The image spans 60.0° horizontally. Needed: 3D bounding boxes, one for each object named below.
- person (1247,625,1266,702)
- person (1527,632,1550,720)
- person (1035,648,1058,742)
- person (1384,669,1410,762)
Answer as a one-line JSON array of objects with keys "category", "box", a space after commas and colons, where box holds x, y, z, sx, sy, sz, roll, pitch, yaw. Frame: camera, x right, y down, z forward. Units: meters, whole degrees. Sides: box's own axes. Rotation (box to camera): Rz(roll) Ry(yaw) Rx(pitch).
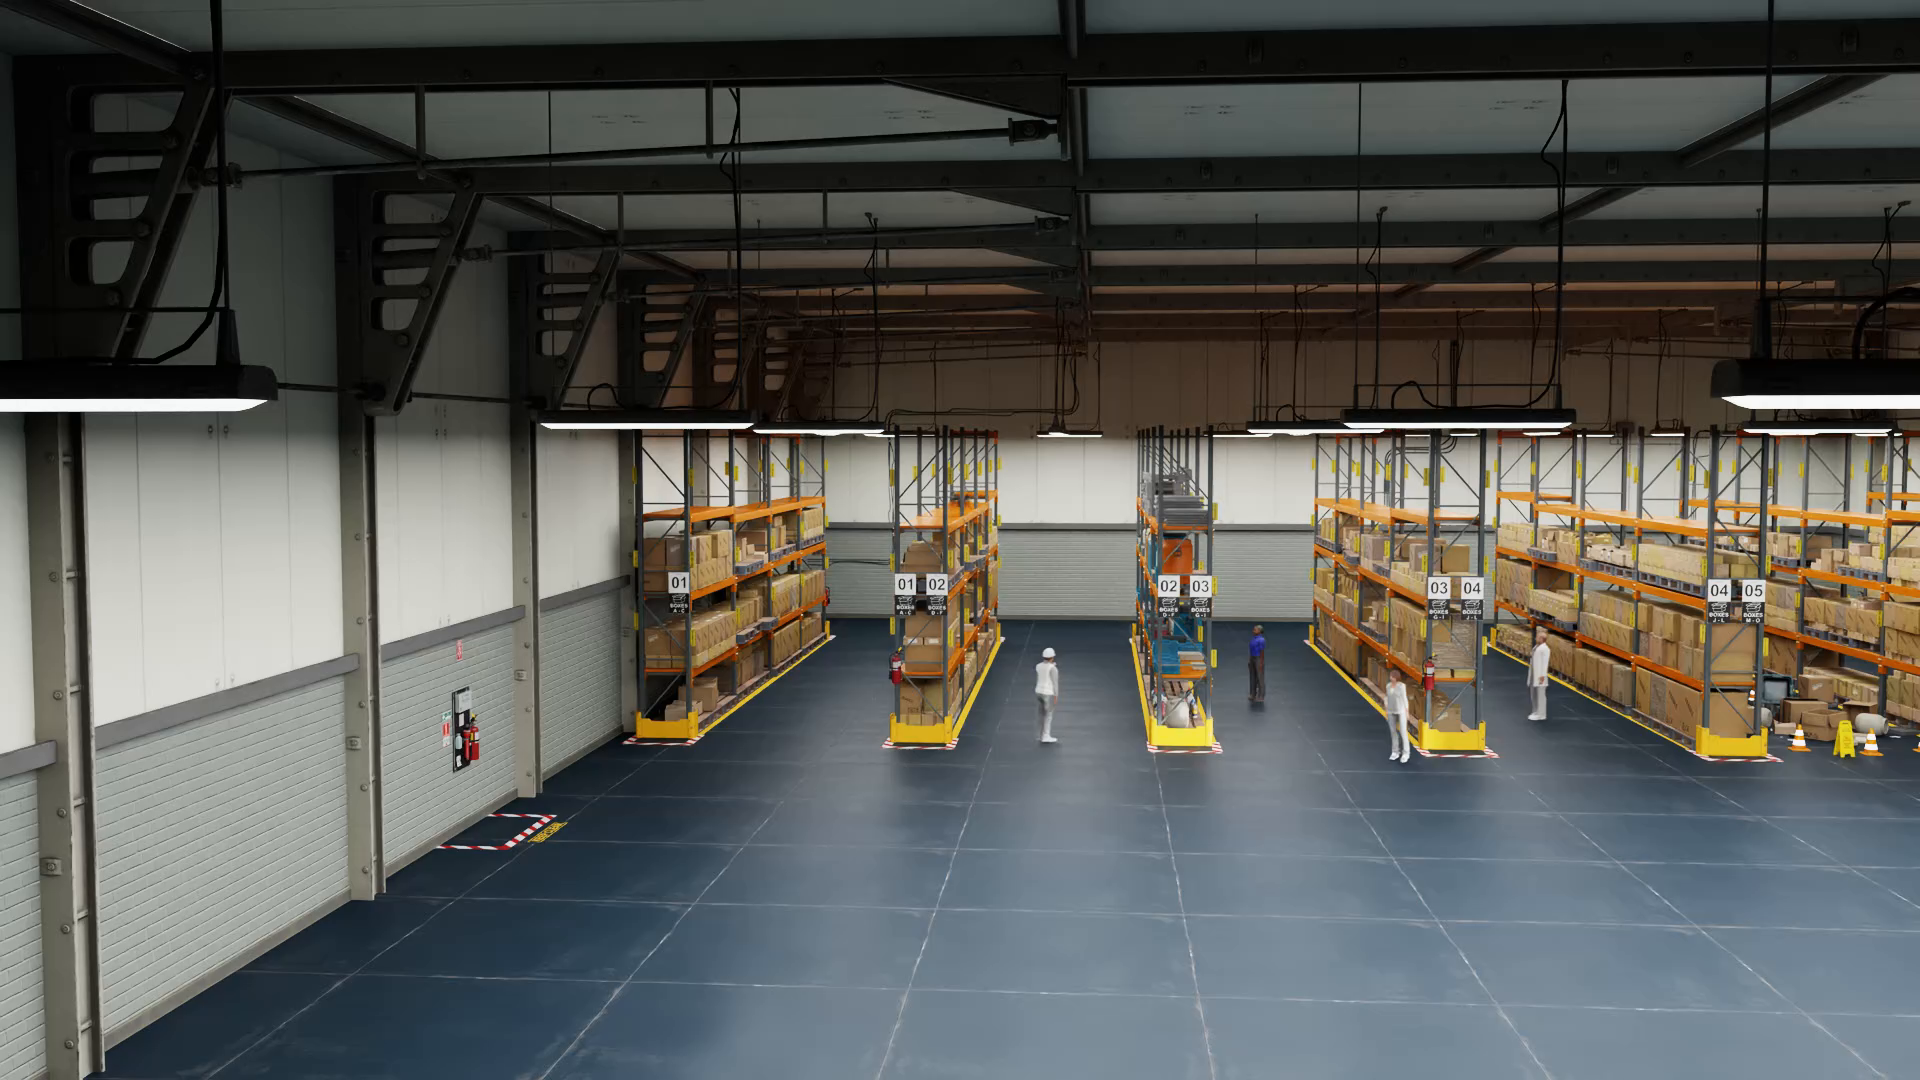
[{"category": "person", "box": [6.514, 2.693, 36.535, 0.335, 1.665, 0.480, -2, 4, -25]}, {"category": "person", "box": [11.850, 2.792, 34.179, 0.500, 1.800, 0.605, -1, 4, -19]}, {"category": "person", "box": [1.658, 2.936, 31.529, 0.389, 1.785, 0.556, -3, 4, -40]}, {"category": "person", "box": [7.821, 3.132, 29.790, 0.507, 1.612, 0.387, 3, 5, 41]}]
